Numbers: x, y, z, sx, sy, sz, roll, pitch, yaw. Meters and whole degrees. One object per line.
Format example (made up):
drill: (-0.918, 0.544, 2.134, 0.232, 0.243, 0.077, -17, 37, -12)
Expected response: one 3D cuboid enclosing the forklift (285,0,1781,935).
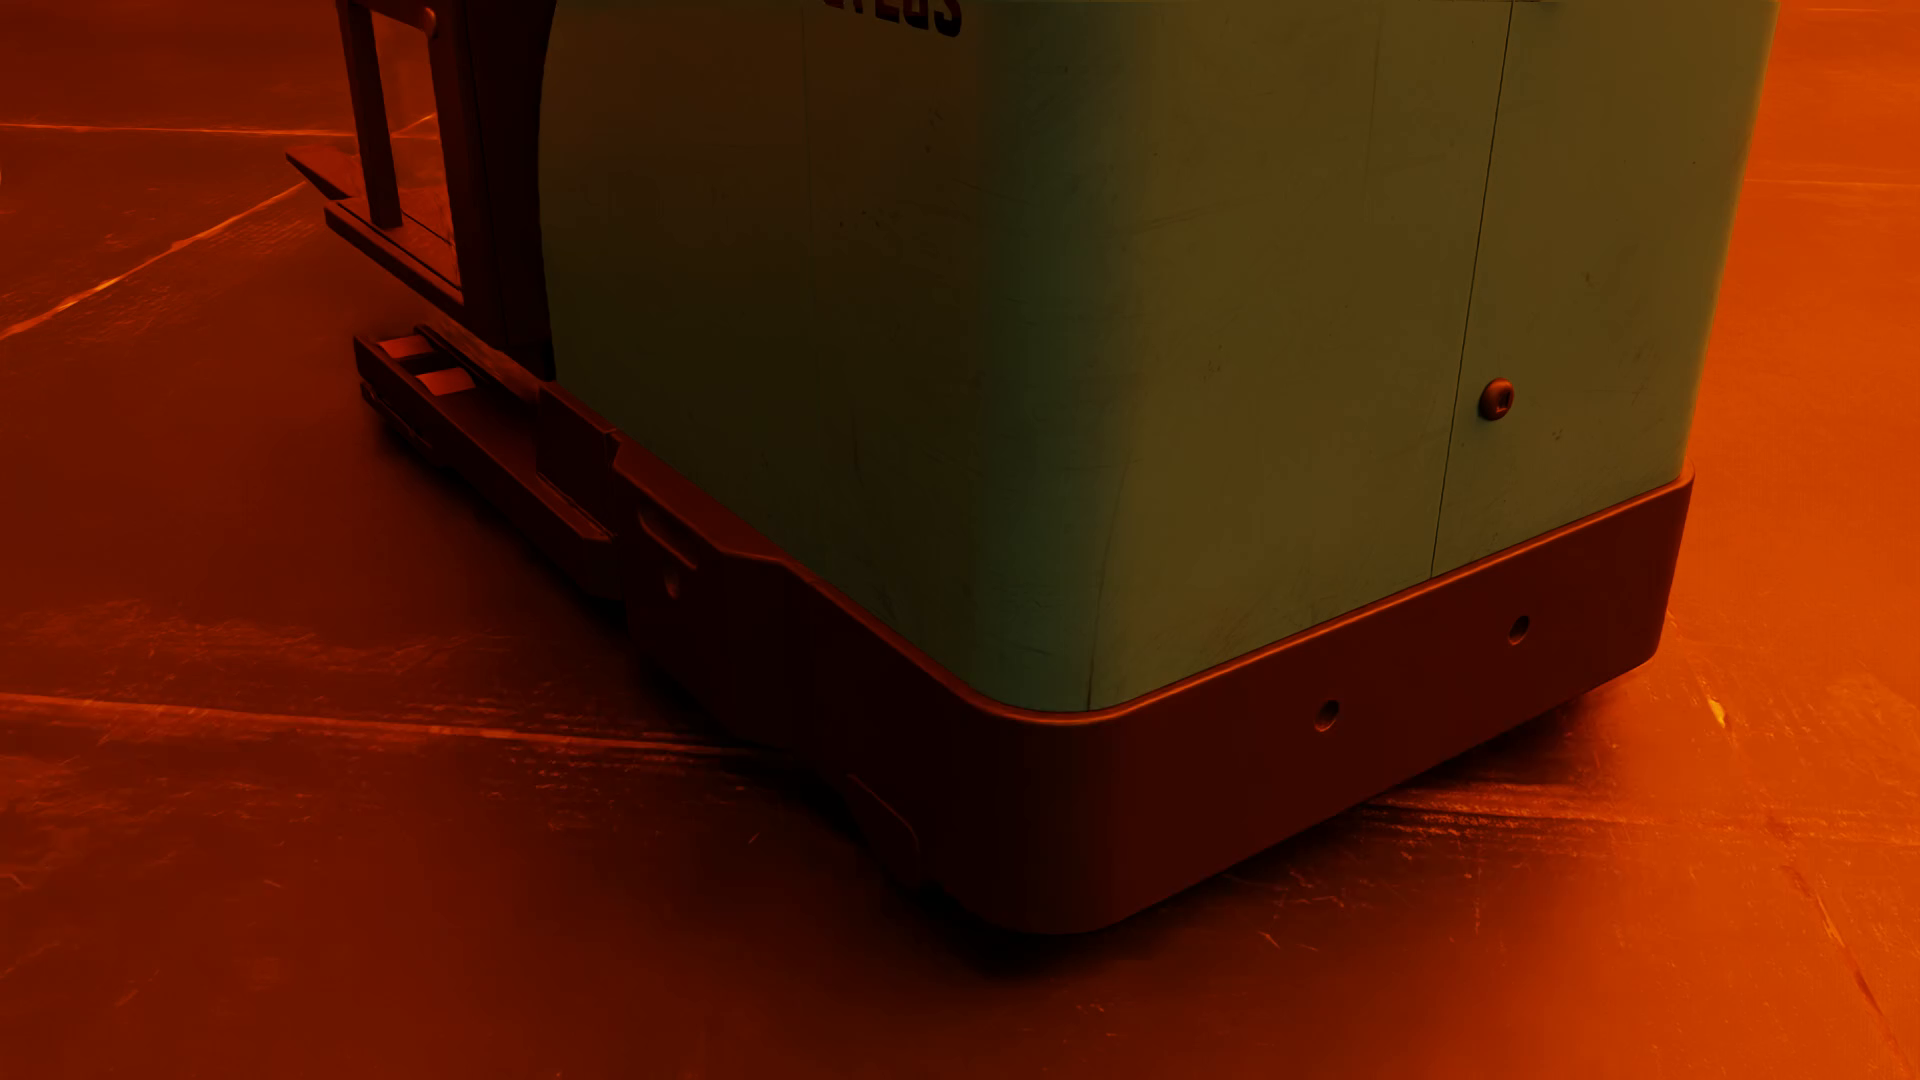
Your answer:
forklift: (-0.383, -1.538, 2.300, 1.130, 2.935, 3.031, -18, 31, -31)
